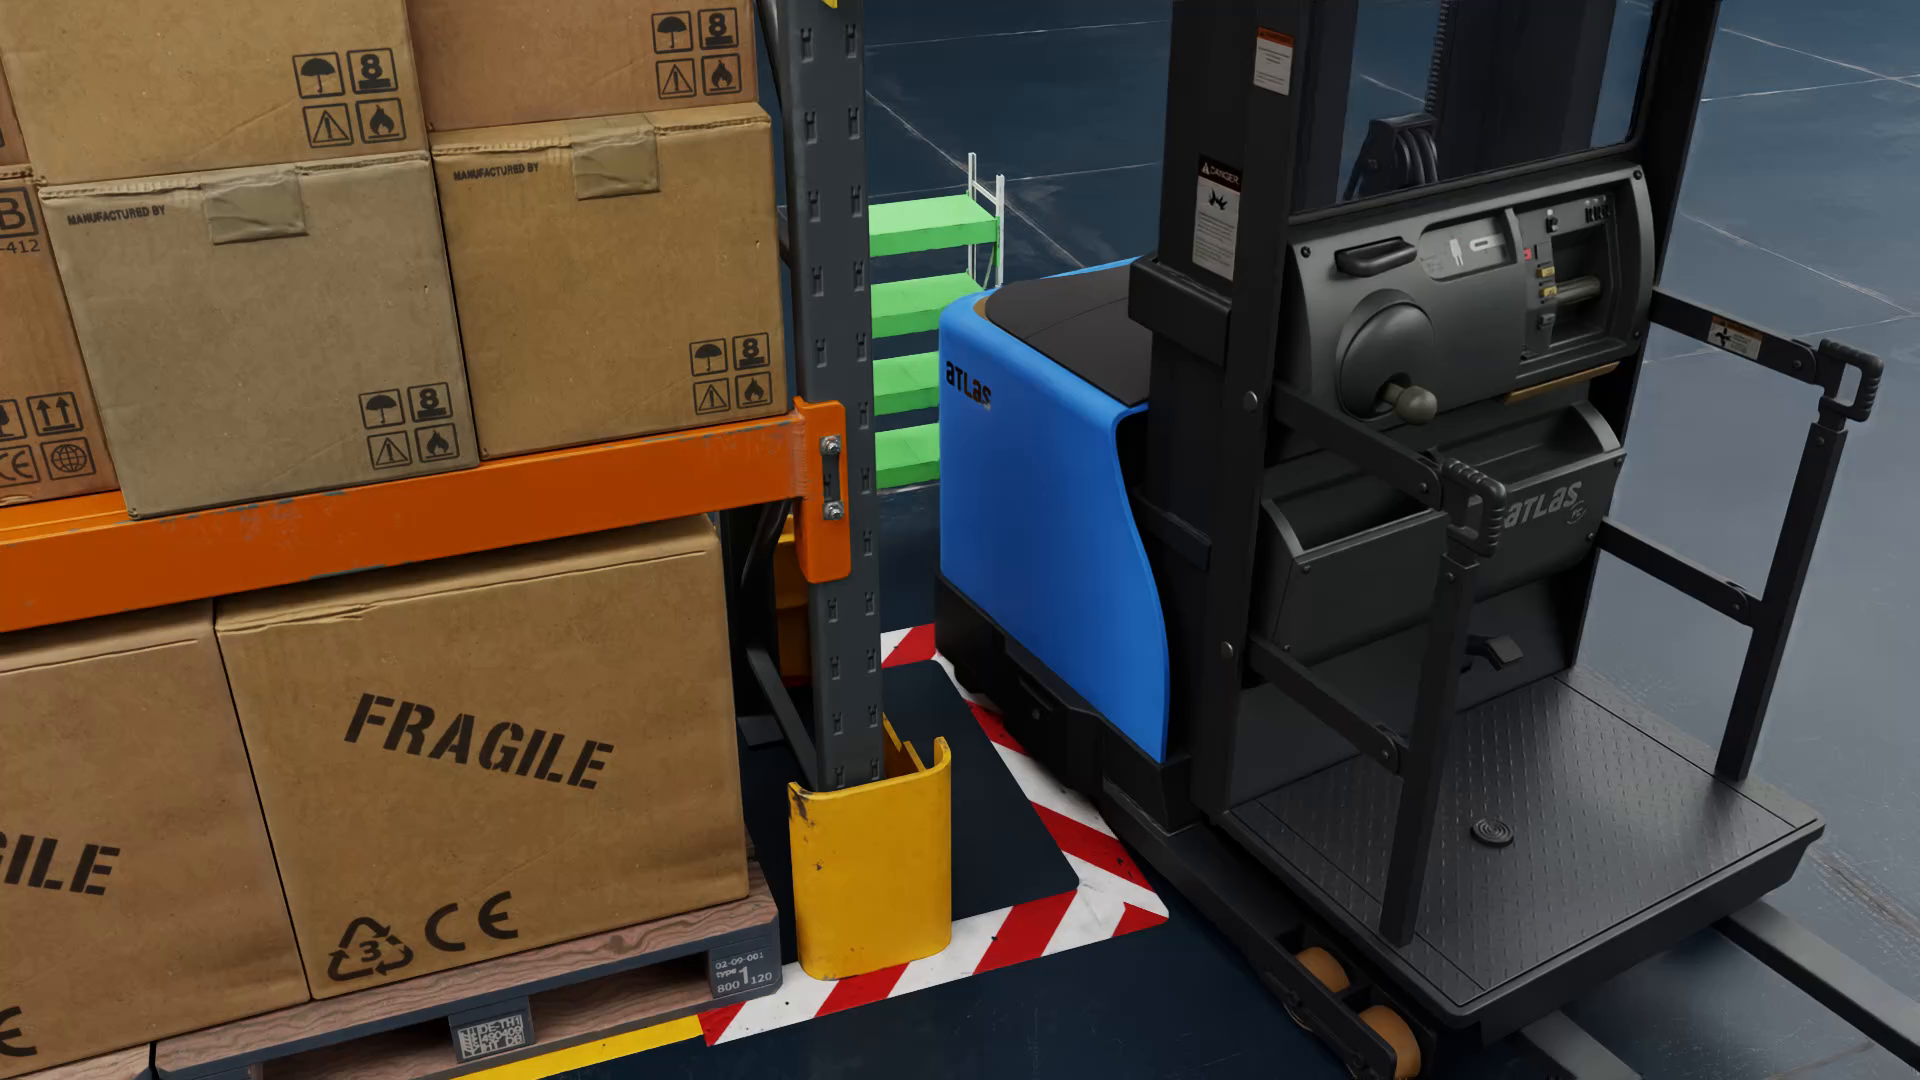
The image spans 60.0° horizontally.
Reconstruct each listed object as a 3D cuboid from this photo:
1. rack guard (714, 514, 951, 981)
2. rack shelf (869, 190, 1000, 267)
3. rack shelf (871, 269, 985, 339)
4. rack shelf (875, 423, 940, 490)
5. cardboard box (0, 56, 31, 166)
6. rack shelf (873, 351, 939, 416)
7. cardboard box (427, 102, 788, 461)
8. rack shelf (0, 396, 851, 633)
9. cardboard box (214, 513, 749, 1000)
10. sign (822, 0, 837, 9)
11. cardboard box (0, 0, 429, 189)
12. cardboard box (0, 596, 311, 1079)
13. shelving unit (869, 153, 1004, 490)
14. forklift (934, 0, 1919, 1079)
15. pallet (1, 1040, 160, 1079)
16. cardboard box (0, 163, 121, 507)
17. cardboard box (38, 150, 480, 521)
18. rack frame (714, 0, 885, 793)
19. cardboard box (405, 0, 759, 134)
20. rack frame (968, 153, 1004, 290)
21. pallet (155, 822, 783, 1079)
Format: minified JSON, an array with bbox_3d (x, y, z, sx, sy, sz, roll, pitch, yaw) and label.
[{"bbox_3d":[-0.365,0.442,3.969,0.348,0.500,1.175,-10,31,-18],"label":"rack guard"},{"bbox_3d":[-0.155,-0.854,4.697,0.480,0.148,0.258,-10,31,-18],"label":"rack shelf"},{"bbox_3d":[-0.155,-0.646,4.816,0.480,0.148,0.258,-10,31,-18],"label":"rack shelf"},{"bbox_3d":[-0.155,-0.229,5.053,0.480,0.148,0.258,-10,31,-18],"label":"rack shelf"},{"bbox_3d":[-1.804,-0.957,2.657,0.550,0.550,0.875,-10,31,-18],"label":"cardboard box"},{"bbox_3d":[-0.155,-0.437,4.934,0.480,0.148,0.258,-10,31,-18],"label":"rack shelf"},{"bbox_3d":[-0.719,-0.620,3.157,0.550,0.550,0.875,-10,31,-18],"label":"cardboard box"},{"bbox_3d":[-2.262,0.018,2.915,4.000,0.370,1.077,-10,31,-18],"label":"rack shelf"},{"bbox_3d":[-1.000,0.248,3.506,0.875,0.875,0.875,-10,31,-17],"label":"cardboard box"},{"bbox_3d":[-0.211,-0.992,2.552,0.005,0.325,0.100,-10,31,-18],"label":"sign"},{"bbox_3d":[-1.232,-0.991,2.716,0.550,0.550,0.875,-10,31,-18],"label":"cardboard box"},{"bbox_3d":[-1.824,0.401,3.238,0.875,0.875,0.875,-11,31,-18],"label":"cardboard box"},{"bbox_3d":[-0.155,-0.493,4.903,0.503,1.200,0.258,-10,31,-18],"label":"shelving unit"},{"bbox_3d":[1.120,-0.437,3.056,1.130,2.935,3.031,-17,34,-27],"label":"forklift"},{"bbox_3d":[-2.251,0.955,3.361,1.213,0.211,1.003,-10,31,-18],"label":"pallet"},{"bbox_3d":[-1.796,-0.477,2.905,0.550,0.550,0.875,-10,31,-18],"label":"cardboard box"},{"bbox_3d":[-1.227,-0.515,2.972,0.550,0.550,0.875,-10,31,-18],"label":"cardboard box"},{"bbox_3d":[-0.387,-0.640,3.343,0.127,3.000,1.000,-10,31,-18],"label":"rack frame"},{"bbox_3d":[-0.749,-1.128,2.958,0.550,0.550,0.875,-10,31,-18],"label":"cardboard box"},{"bbox_3d":[0.074,-0.535,4.977,0.015,1.200,0.240,-10,31,-18],"label":"rack frame"},{"bbox_3d":[-1.109,0.746,3.728,1.213,0.211,1.003,-10,31,-18],"label":"pallet"}]
